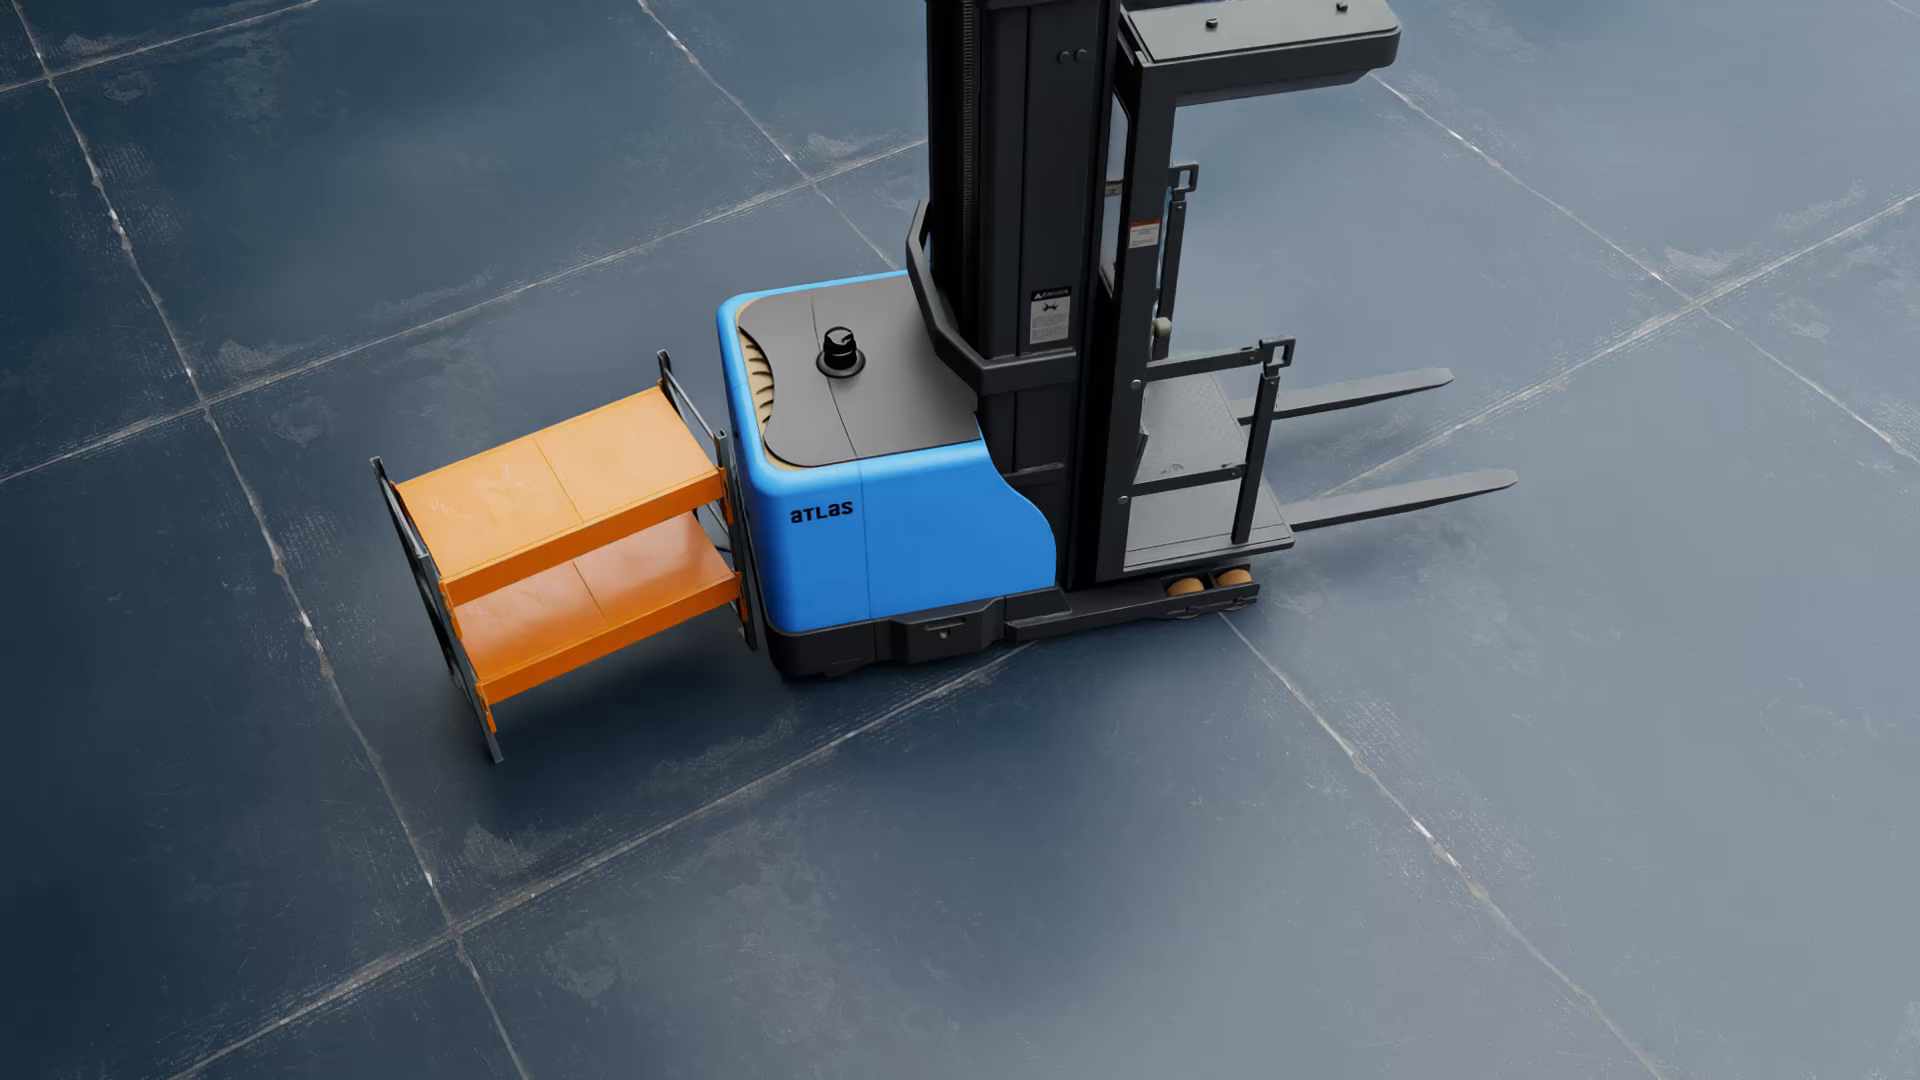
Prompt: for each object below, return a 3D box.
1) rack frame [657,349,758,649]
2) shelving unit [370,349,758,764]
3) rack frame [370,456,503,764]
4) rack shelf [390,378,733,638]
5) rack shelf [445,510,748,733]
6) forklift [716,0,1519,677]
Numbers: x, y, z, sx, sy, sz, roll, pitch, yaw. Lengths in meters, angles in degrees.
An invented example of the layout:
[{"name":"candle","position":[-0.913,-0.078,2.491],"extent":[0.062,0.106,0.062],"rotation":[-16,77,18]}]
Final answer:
[{"name":"rack frame","position":[-0.912,-0.124,6.052],"extent":[0.032,1.125,0.500],"rotation":[-24,53,-20]},{"name":"shelving unit","position":[-1.349,0.070,5.879],"extent":[1.048,1.125,0.538],"rotation":[-24,53,-20]},{"name":"rack frame","position":[-1.785,0.265,5.706],"extent":[0.032,1.125,0.500],"rotation":[-24,53,-20]},{"name":"rack shelf","position":[-1.349,-0.124,5.661],"extent":[1.000,0.278,0.538],"rotation":[-24,53,-20]},{"name":"rack shelf","position":[-1.349,0.233,6.062],"extent":[1.000,0.278,0.538],"rotation":[-24,53,-20]},{"name":"forklift","position":[0.673,-1.047,5.665],"extent":[3.031,2.935,1.130],"rotation":[-10,49,-9]}]
